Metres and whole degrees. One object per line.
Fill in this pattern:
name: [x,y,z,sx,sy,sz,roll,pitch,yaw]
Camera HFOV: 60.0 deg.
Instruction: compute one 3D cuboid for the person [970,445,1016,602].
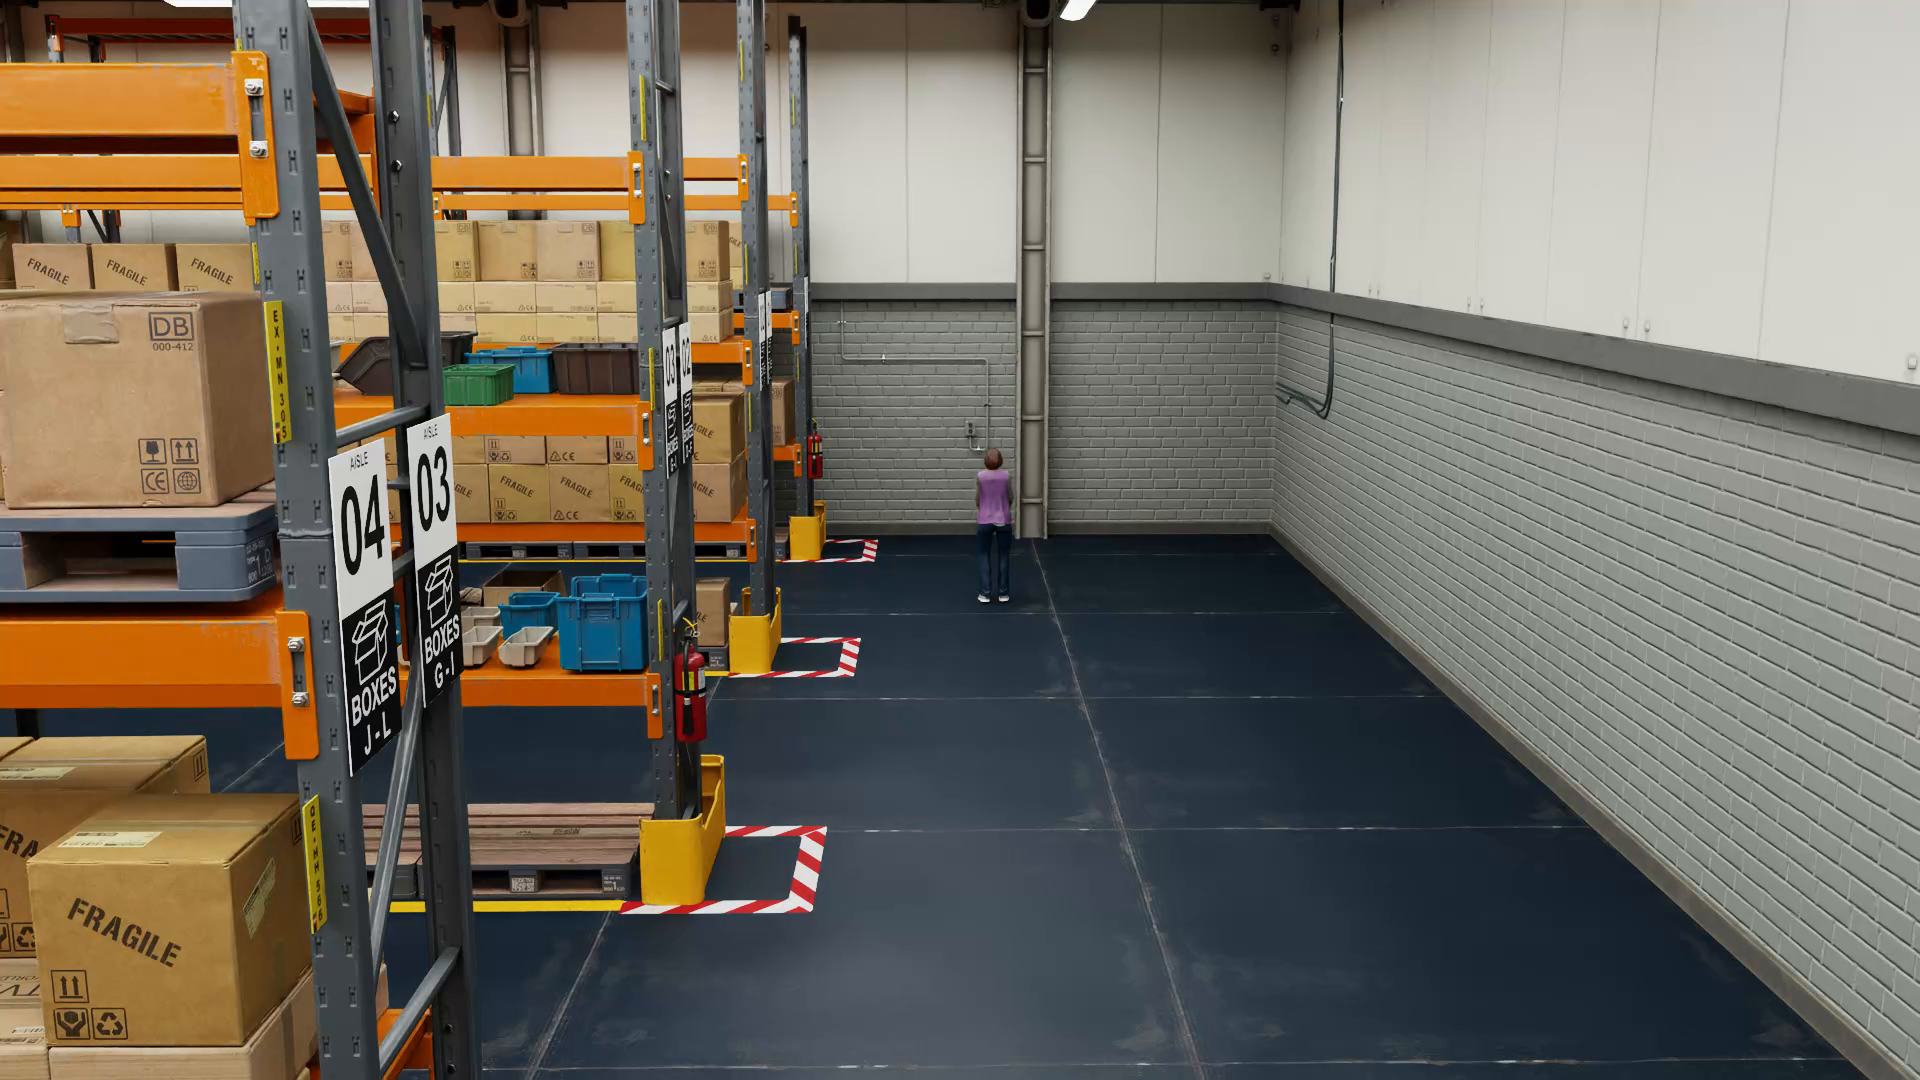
person: [0.334,-0.151,16.789,0.482,1.580,0.347,-1,11,-5]
